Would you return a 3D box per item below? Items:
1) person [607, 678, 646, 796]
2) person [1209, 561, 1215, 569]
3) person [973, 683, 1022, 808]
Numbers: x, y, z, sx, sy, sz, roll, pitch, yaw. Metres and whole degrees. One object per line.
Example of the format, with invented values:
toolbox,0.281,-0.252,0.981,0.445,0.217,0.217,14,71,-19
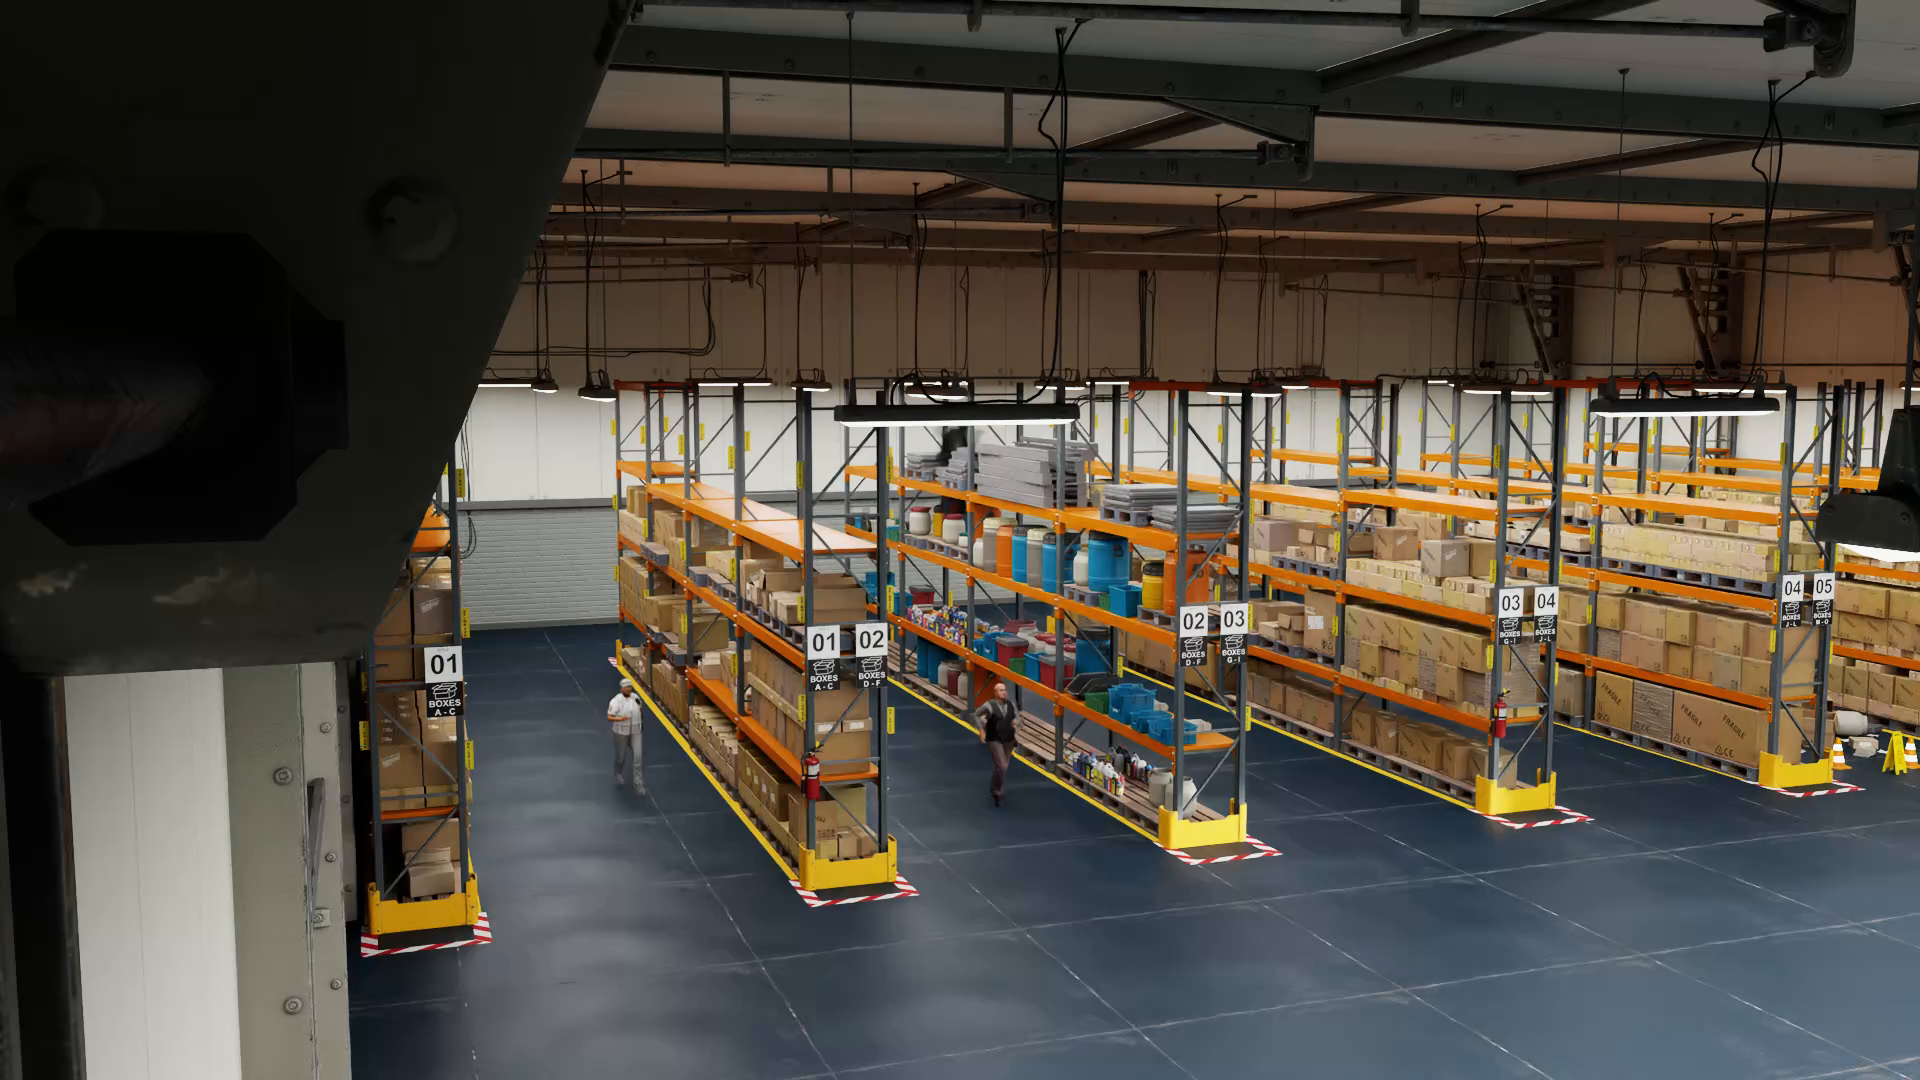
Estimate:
person,-4.944,2.883,24.677,0.602,1.689,0.886,-3,7,-28
person,5.838,1.336,38.982,0.666,1.824,0.869,0,6,2
person,0.579,2.950,23.975,0.624,1.777,0.752,-4,7,-30
